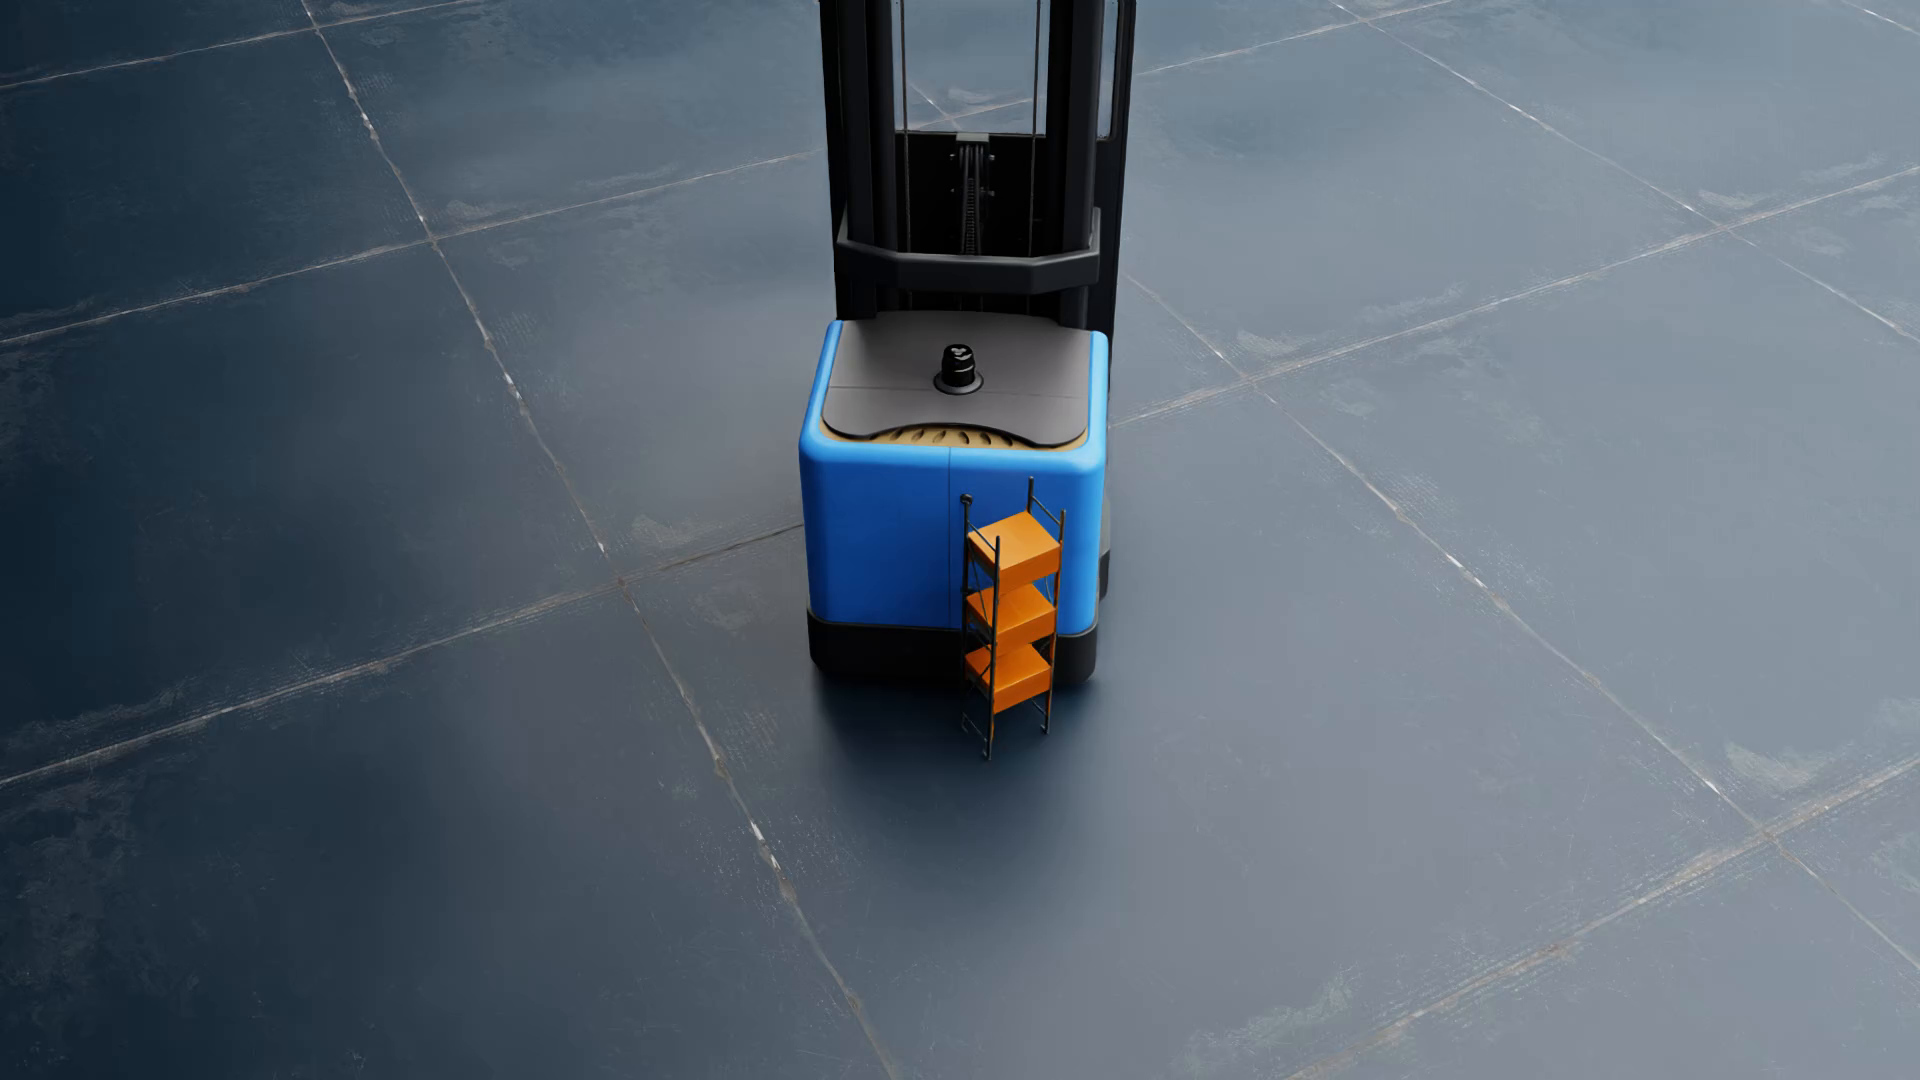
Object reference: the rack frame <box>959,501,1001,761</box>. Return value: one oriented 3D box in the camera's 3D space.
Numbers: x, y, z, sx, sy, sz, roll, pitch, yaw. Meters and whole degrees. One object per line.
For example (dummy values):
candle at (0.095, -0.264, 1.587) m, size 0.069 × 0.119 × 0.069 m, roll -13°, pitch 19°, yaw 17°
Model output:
rack frame at (0.061, 0.327, 5.546) m, size 0.008 × 1.050 × 0.200 m, roll -22°, pitch 47°, yaw -24°

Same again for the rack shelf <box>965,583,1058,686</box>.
rack shelf at (0.165, 0.293, 5.602) m, size 0.240 × 0.259 × 0.215 m, roll -22°, pitch 47°, yaw -24°

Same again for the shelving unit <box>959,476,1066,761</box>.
shelving unit at (0.165, 0.285, 5.595) m, size 0.252 × 1.050 × 0.215 m, roll -22°, pitch 47°, yaw -24°

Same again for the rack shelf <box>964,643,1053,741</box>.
rack shelf at (0.160, 0.500, 5.787) m, size 0.240 × 0.259 × 0.215 m, roll -22°, pitch 47°, yaw -24°

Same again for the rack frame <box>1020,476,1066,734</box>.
rack frame at (0.269, 0.244, 5.644) m, size 0.008 × 1.050 × 0.200 m, roll -22°, pitch 47°, yaw -24°

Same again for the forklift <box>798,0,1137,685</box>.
forklift at (0.081, -1.536, 6.296) m, size 1.130 × 2.935 × 3.031 m, roll 3°, pitch 40°, yaw 3°

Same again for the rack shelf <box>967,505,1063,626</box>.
rack shelf at (0.170, 0.082, 5.412) m, size 0.240 × 0.259 × 0.215 m, roll -22°, pitch 47°, yaw -24°
